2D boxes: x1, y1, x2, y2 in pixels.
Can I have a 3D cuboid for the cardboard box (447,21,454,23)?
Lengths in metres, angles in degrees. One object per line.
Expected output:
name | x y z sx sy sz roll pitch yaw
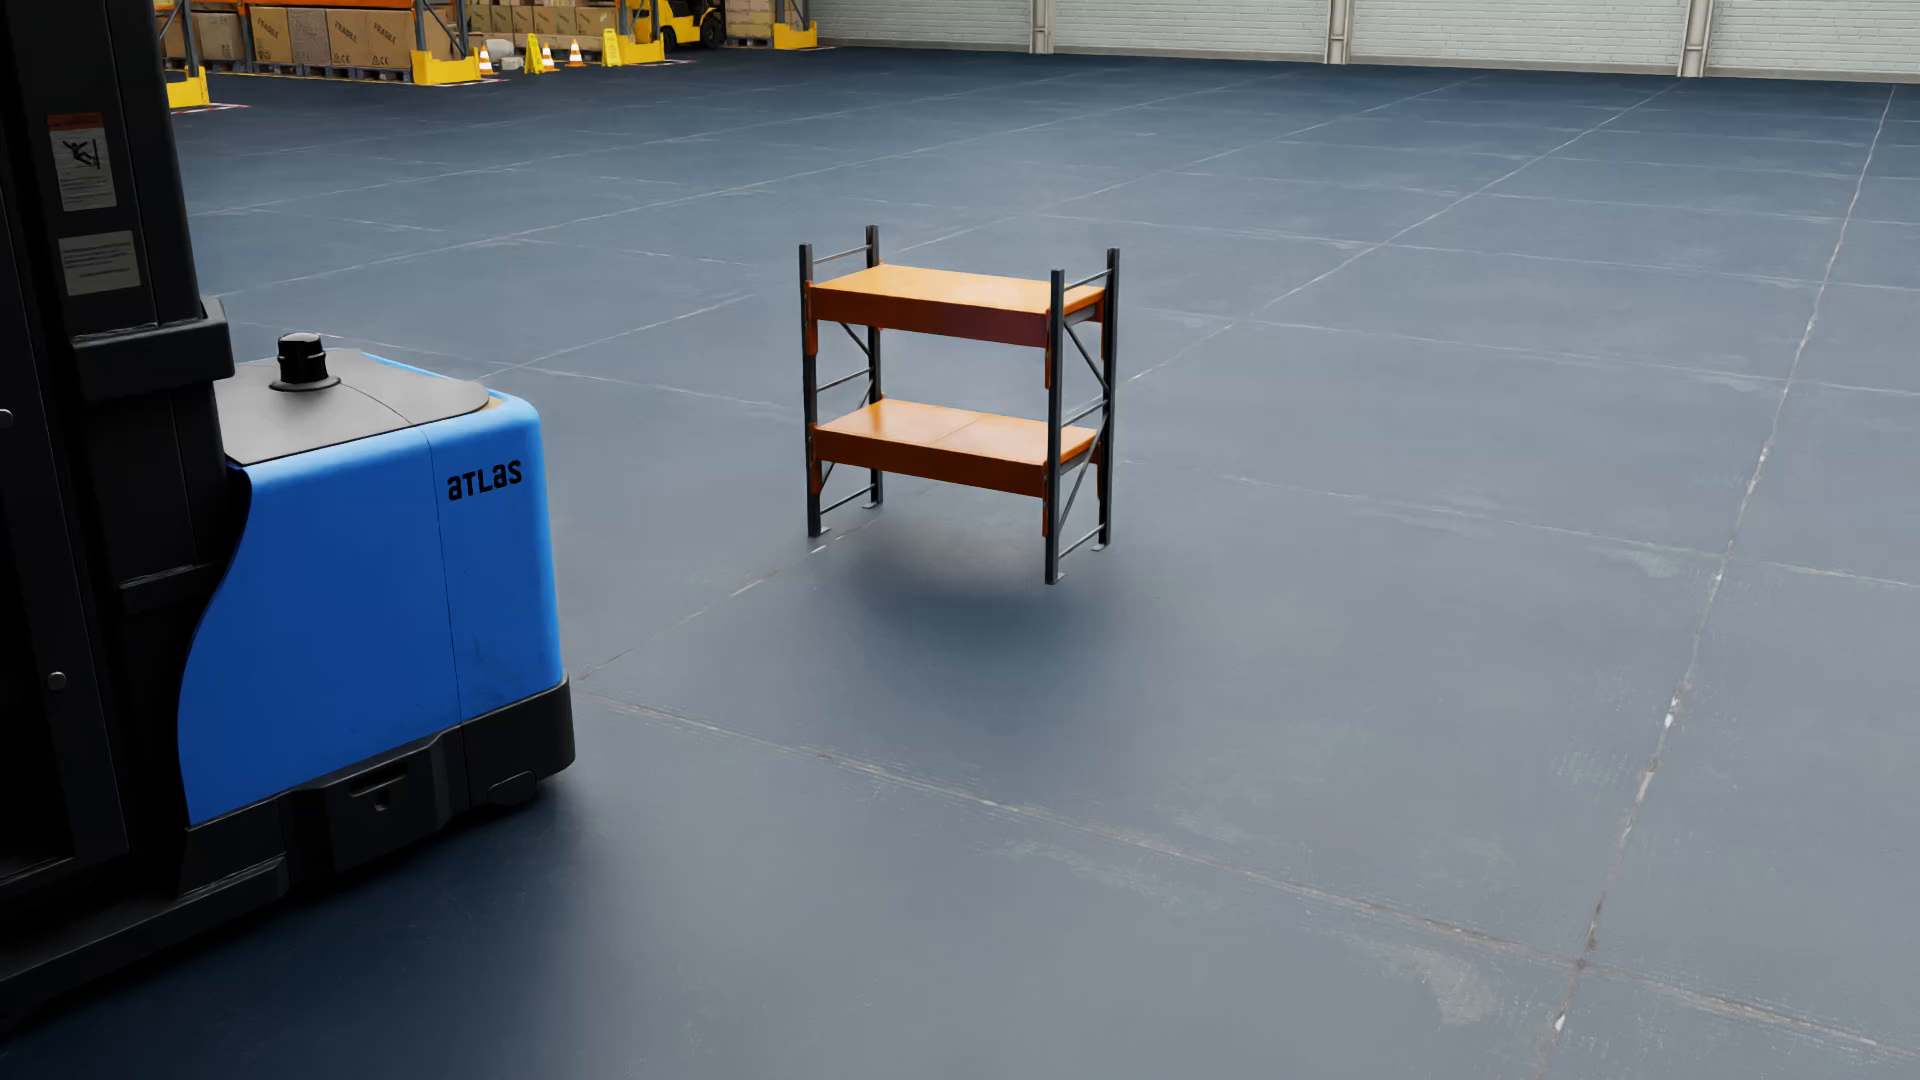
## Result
cardboard box | -10.444 -10.052 32.916 0.625 0.372 0.950 12 23 31

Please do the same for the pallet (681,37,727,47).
pallet | -5.195 -10.705 35.567 1.213 0.211 1.003 11 23 27

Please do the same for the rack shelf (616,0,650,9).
rack shelf | -7.610 -10.214 31.180 4.000 0.370 1.077 11 23 27

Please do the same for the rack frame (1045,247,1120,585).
rack frame | 0.438 -0.445 5.943 0.032 1.125 0.500 11 23 27

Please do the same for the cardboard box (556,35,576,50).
cardboard box | -7.149 -9.267 30.931 0.500 0.250 0.500 11 23 27

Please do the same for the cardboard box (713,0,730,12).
cardboard box | -4.895 -11.221 34.850 0.500 0.250 0.500 11 23 28

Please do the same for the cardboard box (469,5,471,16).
cardboard box | -10.905 -12.057 38.255 0.500 0.500 0.500 12 23 29

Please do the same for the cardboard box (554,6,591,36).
cardboard box | -7.148 -9.619 30.799 0.500 0.500 0.500 12 23 29

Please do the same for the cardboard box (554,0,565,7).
cardboard box | -7.262 -9.921 30.683 0.250 0.149 0.380 11 23 28

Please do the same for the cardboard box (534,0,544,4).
cardboard box | -9.318 -11.895 37.626 0.625 0.625 0.875 12 23 29

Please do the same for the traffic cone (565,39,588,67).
traffic cone | -6.868 -8.715 29.711 0.334 0.463 0.336 11 23 27

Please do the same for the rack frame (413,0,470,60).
rack frame | -8.190 -8.729 26.031 0.127 3.000 1.000 11 23 27

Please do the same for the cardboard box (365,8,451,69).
cardboard box | -8.814 -8.021 26.579 0.875 0.875 0.875 11 23 28

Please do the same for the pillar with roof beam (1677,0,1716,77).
pillar with roof beam | 10.000 -10.627 22.466 0.400 9.000 9.100 11 23 27

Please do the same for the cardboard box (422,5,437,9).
cardboard box | -12.257 -12.311 38.954 0.500 0.500 0.500 10 22 25

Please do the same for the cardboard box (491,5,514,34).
cardboard box | -8.499 -9.878 31.515 0.500 0.500 0.500 12 23 29

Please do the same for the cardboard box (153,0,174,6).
cardboard box | -10.829 -7.270 22.376 0.250 0.149 0.380 11 23 27

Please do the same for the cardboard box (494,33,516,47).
cardboard box | -8.501 -9.526 31.644 0.500 0.250 0.500 12 23 30

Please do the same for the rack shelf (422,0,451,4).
rack shelf | -9.936 -8.816 27.038 3.809 0.124 0.919 11 23 27

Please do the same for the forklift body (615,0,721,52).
forklift body | -5.992 -11.071 33.732 1.214 2.155 2.313 11 23 27

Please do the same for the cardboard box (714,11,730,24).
cardboard box | -4.917 -10.992 34.952 0.500 0.250 0.500 10 22 26

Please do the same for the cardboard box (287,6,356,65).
cardboard box | -10.378 -8.319 27.400 0.875 0.875 0.875 11 23 28

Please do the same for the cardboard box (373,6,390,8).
cardboard box | -13.610 -12.569 39.665 0.500 0.500 0.500 12 23 30

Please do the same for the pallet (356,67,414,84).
pallet | -8.926 -7.528 26.809 1.213 0.211 1.003 11 23 27

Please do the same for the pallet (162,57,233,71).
pallet | -13.461 -8.392 29.191 1.213 0.211 1.003 11 23 27

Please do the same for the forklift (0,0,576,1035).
forklift | -2.394 -0.447 3.300 1.130 2.935 3.031 17 26 38

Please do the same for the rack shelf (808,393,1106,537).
rack shelf | -0.006 -0.300 6.260 1.000 0.278 0.538 11 23 27

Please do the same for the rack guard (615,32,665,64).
rack guard | -5.930 -9.057 30.601 0.348 0.500 1.175 11 23 27

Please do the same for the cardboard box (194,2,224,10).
cardboard box | -15.760 -11.335 35.714 0.875 0.875 0.875 12 23 29

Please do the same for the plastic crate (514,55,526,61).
plastic crate | -8.385 -9.007 31.079 0.583 0.080 0.402 3 20 9

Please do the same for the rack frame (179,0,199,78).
rack frame | -10.697 -7.270 22.007 0.127 3.000 1.000 11 23 27

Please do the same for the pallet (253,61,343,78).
pallet | -11.056 -7.934 27.928 1.213 0.211 1.003 11 23 27

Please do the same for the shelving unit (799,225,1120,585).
shelving unit | -0.006 -0.530 6.176 1.048 1.125 0.538 11 23 27

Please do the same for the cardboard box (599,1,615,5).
cardboard box | -7.400 -11.528 36.613 0.625 0.625 0.875 12 23 30

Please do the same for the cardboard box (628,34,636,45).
cardboard box | -6.433 -9.341 31.134 0.500 0.250 0.500 11 22 27

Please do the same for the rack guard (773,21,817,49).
rack guard | -3.425 -10.519 34.631 0.348 0.500 1.175 11 23 27

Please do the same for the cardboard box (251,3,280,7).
cardboard box | -14.187 -11.038 34.896 0.875 0.875 0.875 11 23 28

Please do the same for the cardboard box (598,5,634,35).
cardboard box | -6.454 -9.697 31.017 0.500 0.500 0.500 10 22 26

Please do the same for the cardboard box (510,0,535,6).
cardboard box | -8.207 -10.101 31.179 0.250 0.149 0.380 12 23 30

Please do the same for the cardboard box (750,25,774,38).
cardboard box | -4.011 -10.587 34.569 0.500 0.250 0.500 11 23 28
